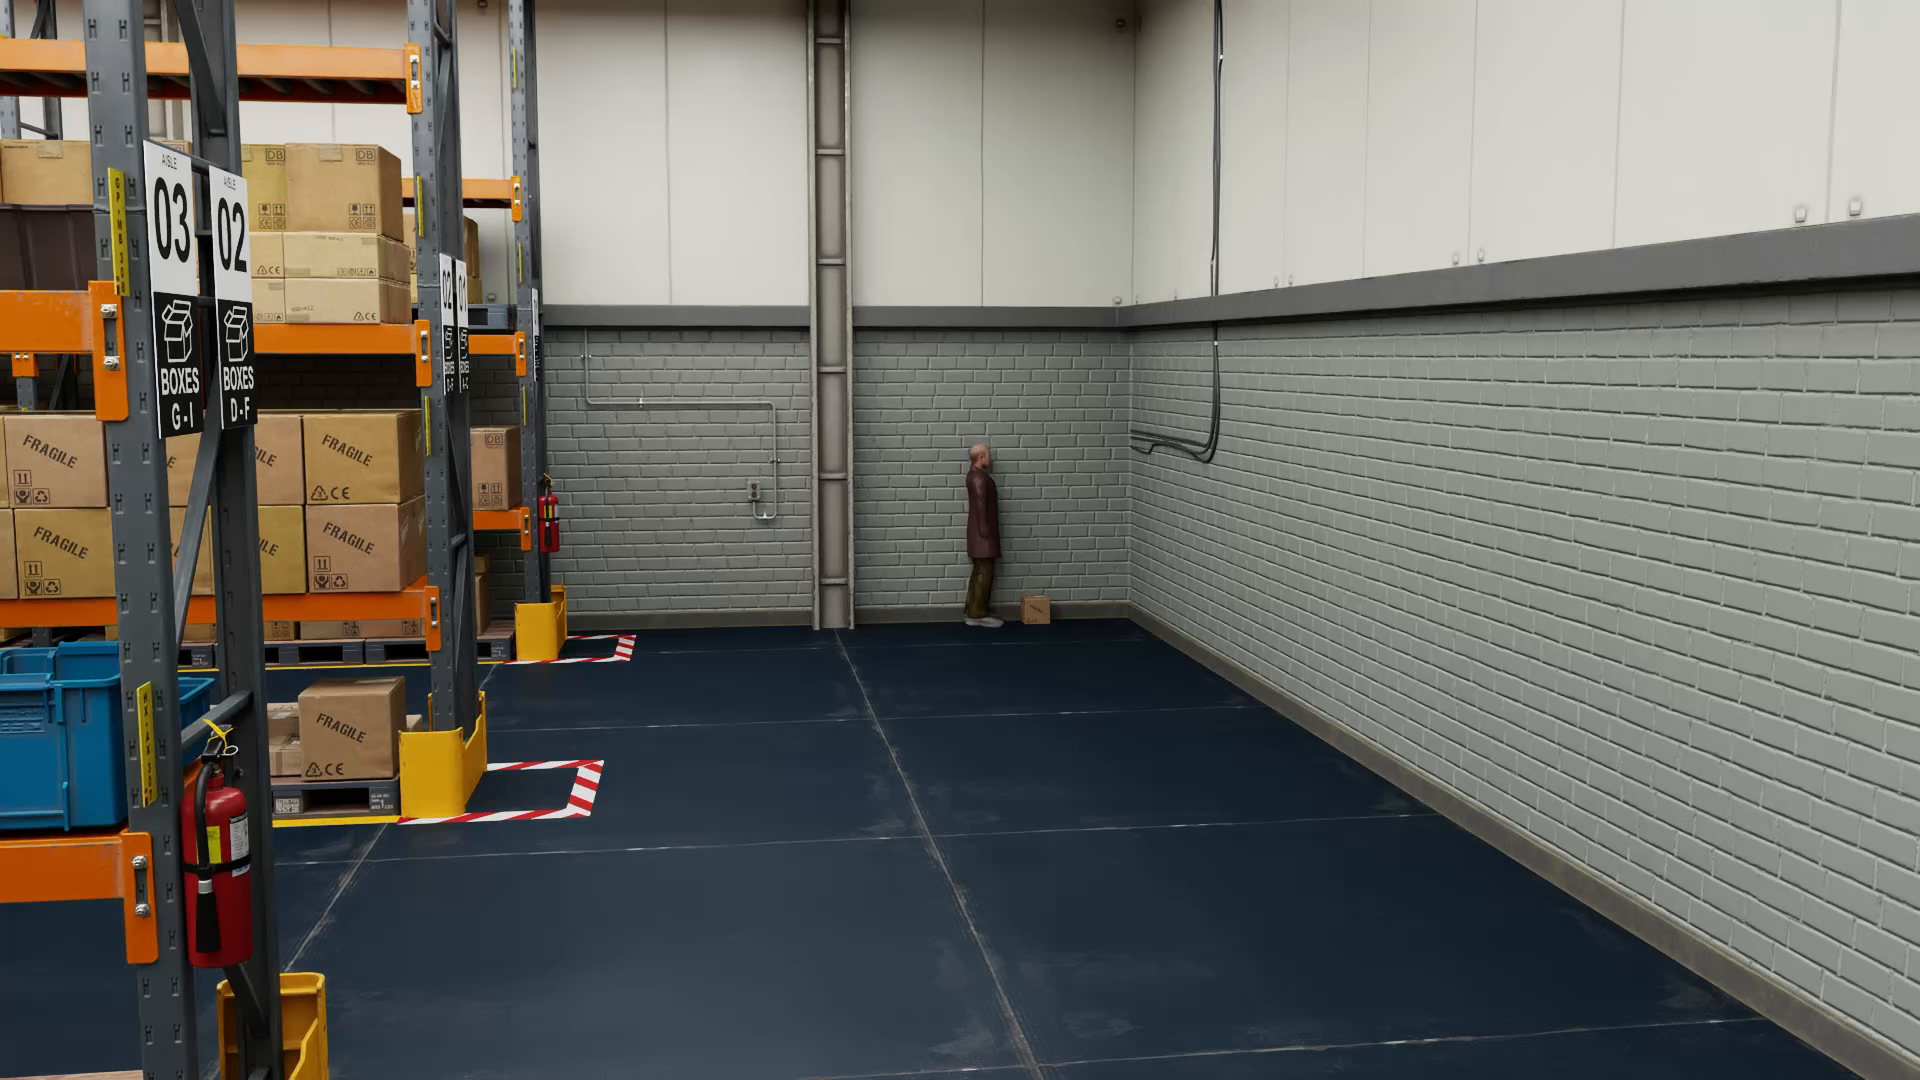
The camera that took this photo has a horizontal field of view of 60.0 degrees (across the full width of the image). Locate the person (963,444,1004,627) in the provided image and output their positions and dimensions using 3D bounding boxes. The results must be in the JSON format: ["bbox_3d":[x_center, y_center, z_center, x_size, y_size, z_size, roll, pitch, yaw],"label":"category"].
[{"bbox_3d":[0.224,-0.056,16.328,0.380,1.781,0.562,-1,6,-7],"label":"person"}]
